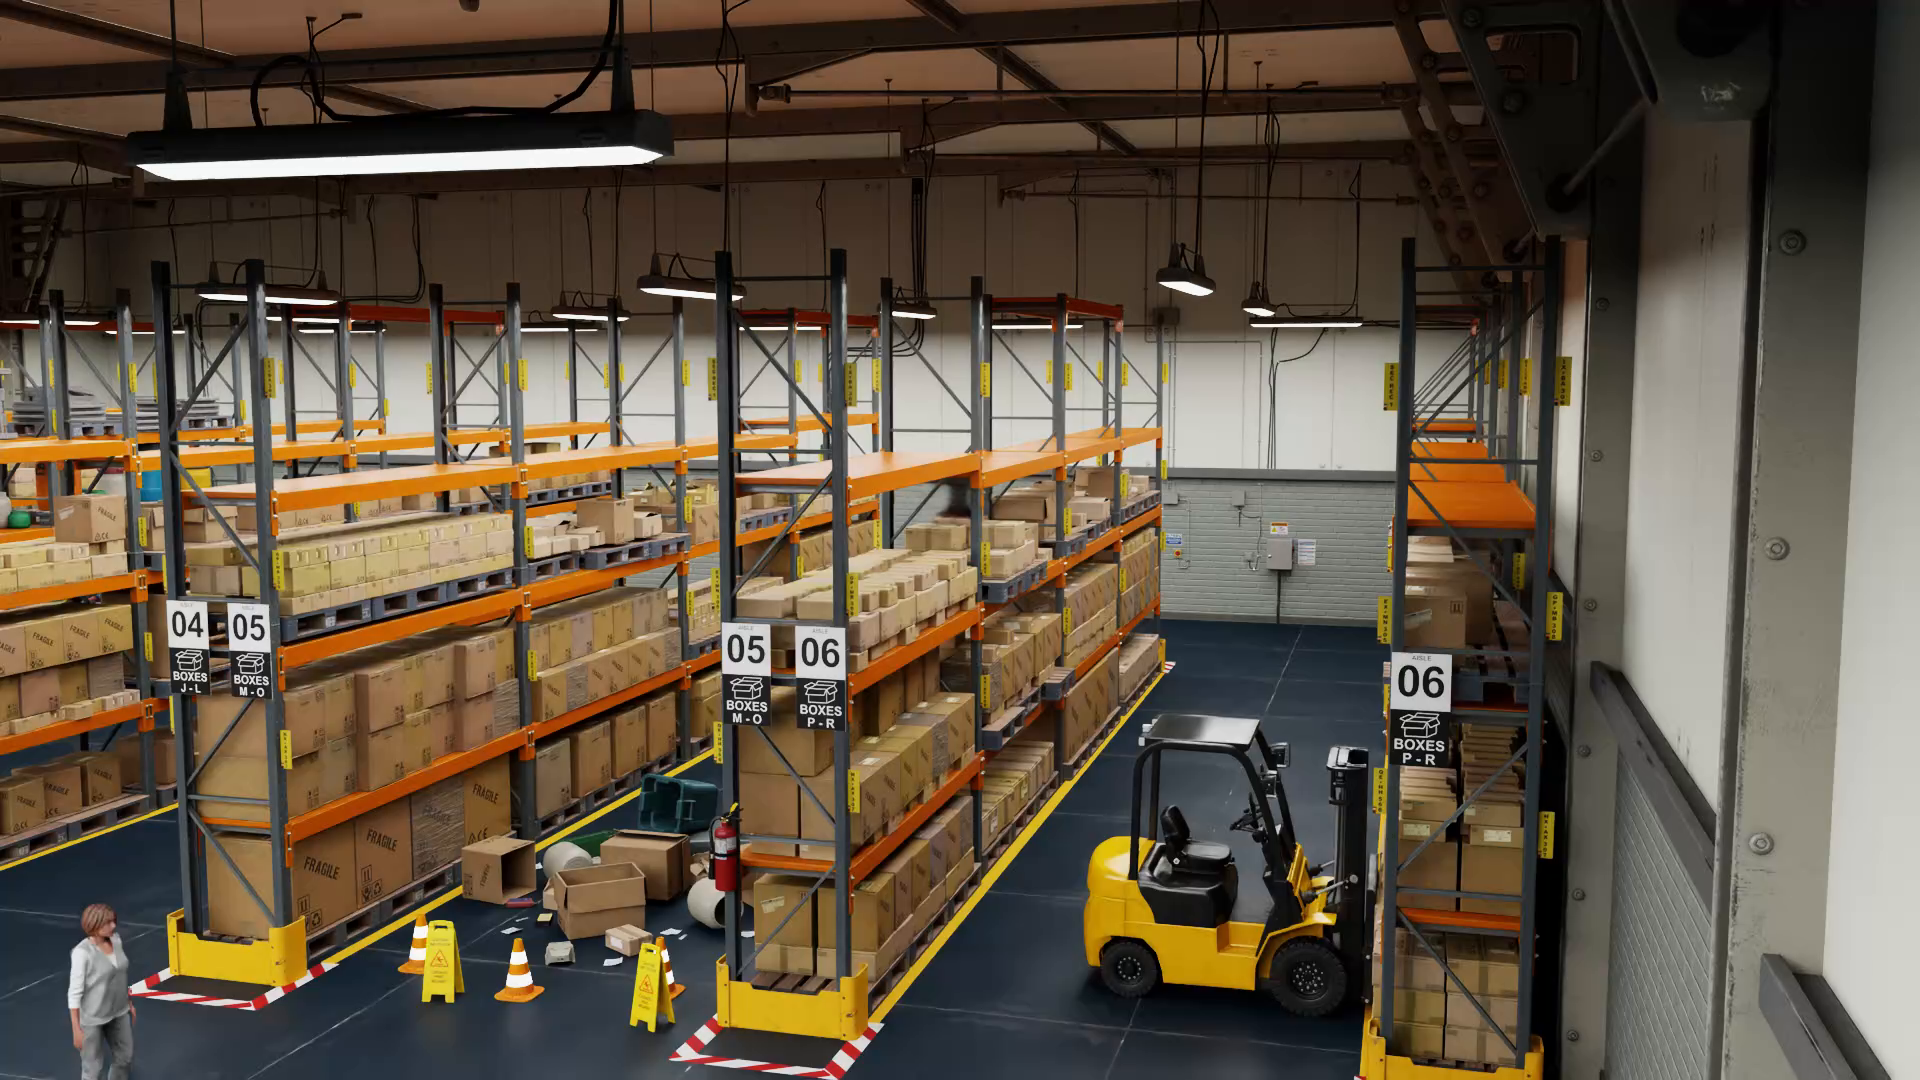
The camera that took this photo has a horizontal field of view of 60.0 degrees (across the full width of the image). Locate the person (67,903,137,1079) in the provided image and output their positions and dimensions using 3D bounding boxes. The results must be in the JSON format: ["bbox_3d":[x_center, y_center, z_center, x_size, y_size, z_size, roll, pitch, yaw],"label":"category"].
[{"bbox_3d":[-5.748,3.233,11.125,0.330,1.656,0.503,2,6,20],"label":"person"}]
